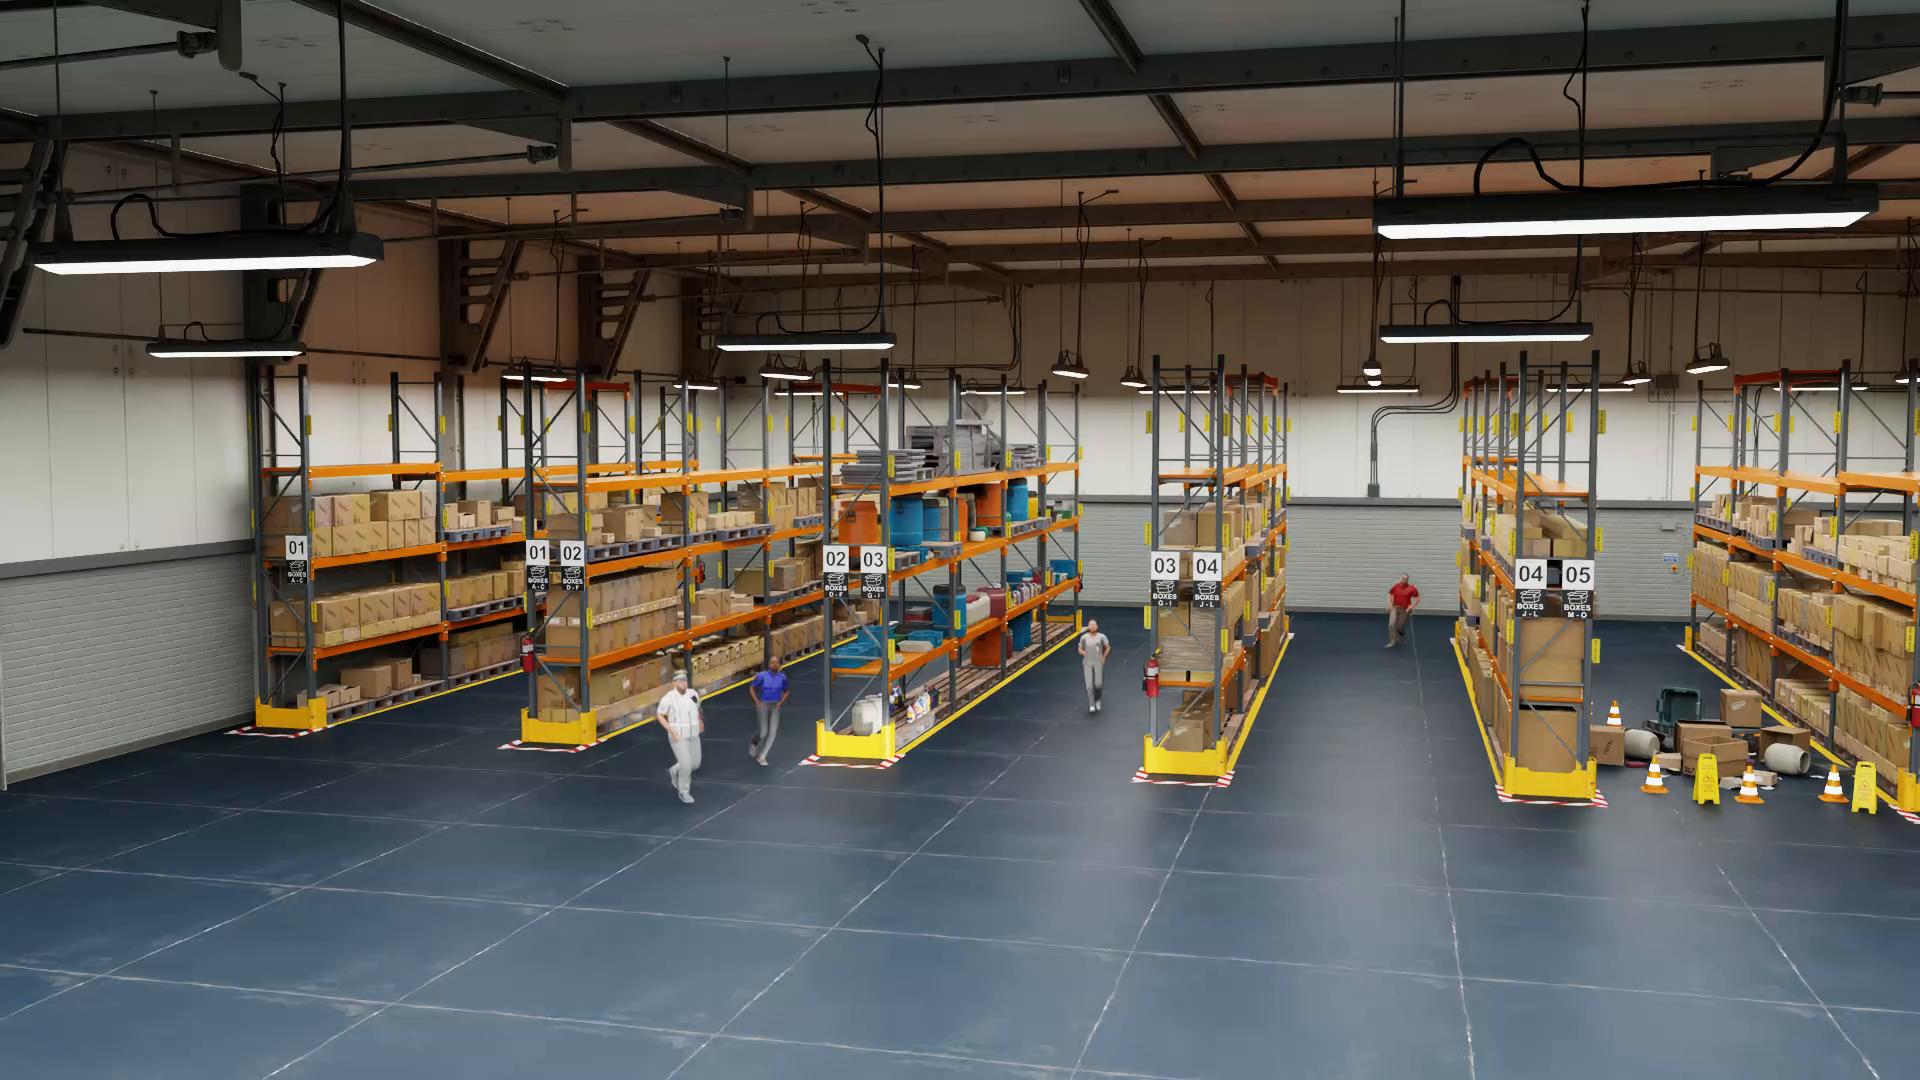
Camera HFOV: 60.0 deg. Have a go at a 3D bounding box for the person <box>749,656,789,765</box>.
[{"bbox_3d":[-2.821,2.516,24.694,0.587,1.598,0.533,-2,4,-21],"label":"person"}]

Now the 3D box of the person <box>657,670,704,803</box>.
[{"bbox_3d":[-3.736,2.606,22.301,0.658,1.755,0.635,-3,5,-41],"label":"person"}]

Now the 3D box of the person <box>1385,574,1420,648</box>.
[{"bbox_3d":[9.977,1.590,37.471,0.732,1.671,0.738,2,5,31],"label":"person"}]

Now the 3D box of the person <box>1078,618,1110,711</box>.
[{"bbox_3d":[2.318,2.183,28.910,0.554,1.627,0.547,1,4,8],"label":"person"}]
